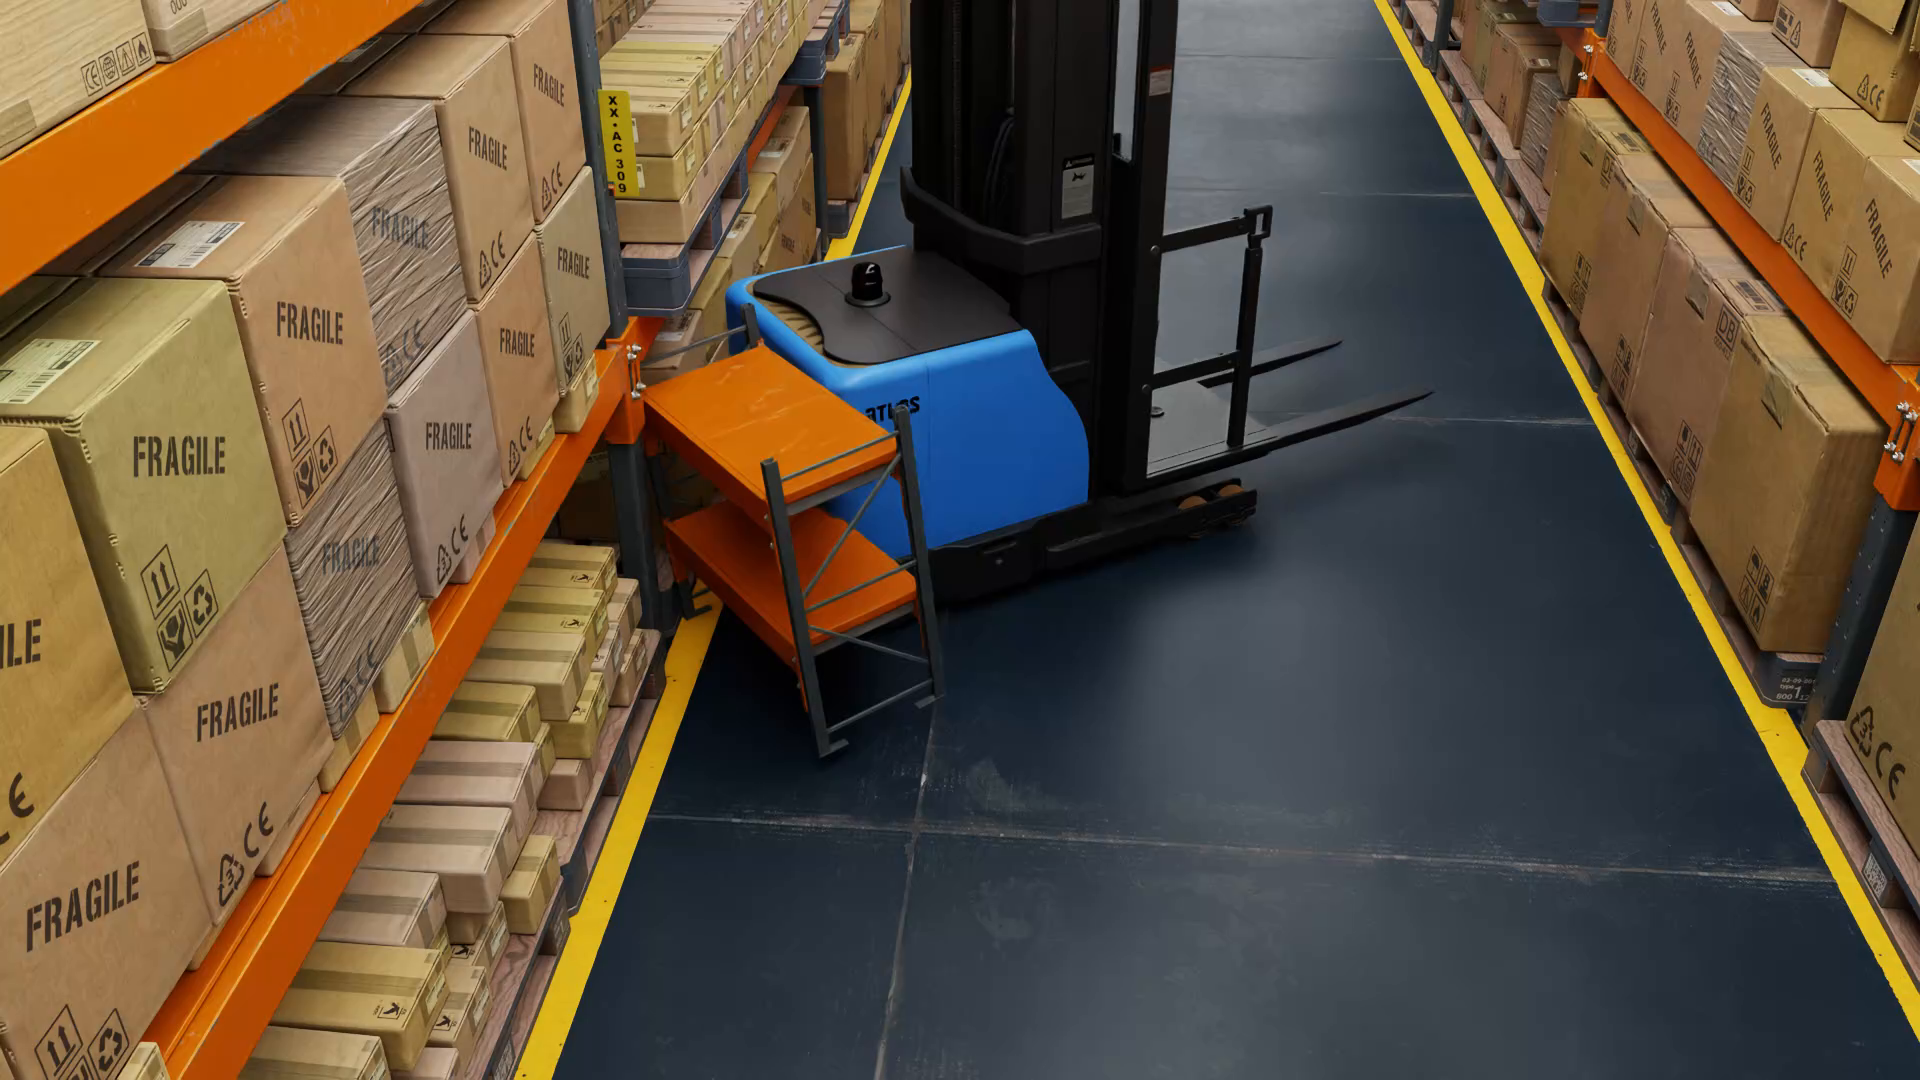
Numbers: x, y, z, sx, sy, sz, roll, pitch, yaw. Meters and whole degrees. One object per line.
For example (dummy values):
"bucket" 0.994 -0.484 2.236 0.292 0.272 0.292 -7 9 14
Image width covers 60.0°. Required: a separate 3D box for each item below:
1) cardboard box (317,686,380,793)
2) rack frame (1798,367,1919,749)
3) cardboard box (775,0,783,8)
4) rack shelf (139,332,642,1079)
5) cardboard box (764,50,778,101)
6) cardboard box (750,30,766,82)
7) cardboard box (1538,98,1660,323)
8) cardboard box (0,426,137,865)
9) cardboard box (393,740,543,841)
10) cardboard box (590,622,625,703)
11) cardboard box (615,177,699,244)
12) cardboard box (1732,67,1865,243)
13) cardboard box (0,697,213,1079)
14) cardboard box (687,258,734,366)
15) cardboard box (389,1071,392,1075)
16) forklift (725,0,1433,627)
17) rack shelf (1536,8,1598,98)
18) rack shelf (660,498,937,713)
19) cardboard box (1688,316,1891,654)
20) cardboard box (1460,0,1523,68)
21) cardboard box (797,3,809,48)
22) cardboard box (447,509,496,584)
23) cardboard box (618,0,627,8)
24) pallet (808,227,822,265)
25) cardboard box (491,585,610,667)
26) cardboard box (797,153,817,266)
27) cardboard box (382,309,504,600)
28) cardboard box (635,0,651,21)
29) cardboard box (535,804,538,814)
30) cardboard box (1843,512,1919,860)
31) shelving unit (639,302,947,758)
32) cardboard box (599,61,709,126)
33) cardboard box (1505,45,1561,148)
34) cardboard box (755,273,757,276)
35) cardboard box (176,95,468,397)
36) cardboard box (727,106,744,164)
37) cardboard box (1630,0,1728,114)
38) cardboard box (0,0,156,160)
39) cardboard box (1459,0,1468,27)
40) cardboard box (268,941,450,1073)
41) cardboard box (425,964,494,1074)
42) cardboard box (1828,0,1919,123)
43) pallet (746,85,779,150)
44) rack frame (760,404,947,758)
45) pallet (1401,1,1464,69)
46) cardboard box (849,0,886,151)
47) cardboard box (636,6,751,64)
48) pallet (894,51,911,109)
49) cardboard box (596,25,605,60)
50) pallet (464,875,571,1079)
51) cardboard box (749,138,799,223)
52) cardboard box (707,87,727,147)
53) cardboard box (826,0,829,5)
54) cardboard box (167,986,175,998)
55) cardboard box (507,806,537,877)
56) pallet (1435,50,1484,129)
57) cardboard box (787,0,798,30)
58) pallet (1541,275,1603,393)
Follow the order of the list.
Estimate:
"cardboard box" -1.466 0.384 3.507 0.380 0.149 0.250 4 32 6
"rack frame" 3.365 -0.576 4.826 1.000 3.000 0.127 2 32 4
"cardboard box" -0.935 -2.306 6.904 0.380 0.149 0.250 4 32 6
"rack shelf" -1.733 0.511 3.747 1.077 0.370 4.000 2 32 4
"cardboard box" -0.955 -1.914 6.835 0.380 0.149 0.250 1 32 2
"cardboard box" -0.978 -1.912 6.549 0.380 0.149 0.250 2 32 3
"cardboard box" 3.614 -1.582 8.083 1.225 0.875 0.875 1 32 2
"cardboard box" -1.560 0.168 2.286 0.500 0.500 0.500 3 32 5
"cardboard box" -1.363 0.682 4.535 0.380 0.149 0.250 1 32 2
"cardboard box" -1.288 0.388 5.295 0.380 0.149 0.250 1 32 2
"cardboard box" -1.079 -1.099 5.513 0.380 0.149 0.250 1 32 2
"cardboard box" 3.214 -1.407 6.079 0.500 0.500 0.500 2 32 3
"cardboard box" -1.566 0.578 2.575 0.500 0.500 0.500 3 32 4
"cardboard box" -1.206 -0.928 6.665 0.500 0.250 0.500 3 32 5
"cardboard box" -1.550 1.208 3.965 0.380 0.149 0.250 4 32 7
"forklift" 0.631 -1.480 6.358 3.031 2.935 1.130 -17 35 -25
"rack shelf" 3.854 -3.407 10.105 1.077 0.370 4.000 2 32 4
"rack shelf" -0.573 0.146 5.781 0.538 0.278 1.000 -24 37 -25
"cardboard box" 3.397 -0.186 5.817 1.225 0.875 0.875 3 32 4
"cardboard box" 3.945 -3.562 11.635 0.700 0.500 0.500 0 32 0
"cardboard box" -0.893 -2.332 7.515 0.380 0.149 0.250 2 32 3
"cardboard box" -1.391 -0.021 4.164 0.380 0.149 0.250 1 32 2
"cardboard box" -1.580 -2.337 6.955 0.380 0.149 0.250 3 32 5
"pallet" -1.309 -1.337 8.718 1.003 0.211 1.213 2 32 4
"cardboard box" -1.321 0.273 5.198 0.380 0.149 0.250 3 32 5
"cardboard box" -1.037 -1.692 8.618 0.500 0.500 0.500 2 32 4
"cardboard box" -1.413 -0.214 3.859 0.500 0.500 0.500 2 32 4
"cardboard box" -1.564 -2.343 7.248 0.380 0.149 0.250 3 32 4
"cardboard box" -1.467 0.819 4.878 0.380 0.149 0.250 2 32 3
"cardboard box" 3.232 0.491 4.719 0.875 0.875 0.875 2 32 4
"shelving unit" -0.597 -0.058 5.648 0.538 1.125 1.048 -24 37 -25
"cardboard box" -1.063 -1.498 5.594 0.380 0.149 0.250 3 32 5
"cardboard box" 3.797 -2.729 10.283 0.700 0.500 0.500 5 32 8
"cardboard box" -1.175 -0.882 7.304 0.500 0.500 0.500 3 32 5
"cardboard box" -1.431 -0.641 3.599 0.500 0.500 0.500 3 32 5
"cardboard box" -1.017 -1.506 6.174 0.380 0.149 0.250 3 32 4
"cardboard box" 3.340 -2.198 7.362 0.500 0.500 0.500 2 32 3
"cardboard box" -1.528 -0.731 2.361 0.500 0.250 0.500 1 32 2
"cardboard box" 4.089 -4.081 12.496 0.500 0.500 0.500 2 32 2
"cardboard box" -1.427 1.084 3.882 0.380 0.149 0.250 3 32 5
"cardboard box" -1.421 1.216 4.235 0.380 0.149 0.250 2 32 4
"cardboard box" 3.476 -1.738 5.660 0.797 0.503 0.637 3 32 5
"pallet" -1.365 -1.814 7.017 1.003 0.211 1.213 2 32 4
"rack frame" -0.317 0.151 5.279 0.500 1.125 0.032 -24 37 -25
"pallet" 4.036 -3.925 12.918 1.003 0.211 1.213 2 32 4
"cardboard box" -1.037 -2.925 10.382 1.050 0.750 0.750 3 32 5
"cardboard box" -0.996 -1.897 6.241 0.380 0.149 0.250 2 32 4
"pallet" -0.906 -3.430 12.115 1.003 0.211 1.213 2 32 4
"cardboard box" -1.631 -1.945 6.603 0.380 0.149 0.250 3 32 4
"pallet" -1.686 1.339 4.377 1.003 0.211 1.213 2 32 4
"cardboard box" -1.069 -1.733 7.970 0.500 0.250 0.500 3 32 5
"cardboard box" -1.040 -1.496 5.874 0.380 0.149 0.250 3 32 5
"cardboard box" -0.826 -2.727 8.155 0.380 0.149 0.250 3 32 5
"cardboard box" -1.603 0.788 2.852 0.380 0.149 0.250 4 32 6
"cardboard box" -1.412 0.790 4.643 0.380 0.149 0.250 3 32 5
"pallet" 3.955 -3.165 11.685 1.003 0.211 1.213 2 32 4
"cardboard box" -0.913 -2.315 7.203 0.380 0.149 0.250 2 32 4
"pallet" 3.552 -1.072 8.288 1.003 0.211 1.213 2 32 4
